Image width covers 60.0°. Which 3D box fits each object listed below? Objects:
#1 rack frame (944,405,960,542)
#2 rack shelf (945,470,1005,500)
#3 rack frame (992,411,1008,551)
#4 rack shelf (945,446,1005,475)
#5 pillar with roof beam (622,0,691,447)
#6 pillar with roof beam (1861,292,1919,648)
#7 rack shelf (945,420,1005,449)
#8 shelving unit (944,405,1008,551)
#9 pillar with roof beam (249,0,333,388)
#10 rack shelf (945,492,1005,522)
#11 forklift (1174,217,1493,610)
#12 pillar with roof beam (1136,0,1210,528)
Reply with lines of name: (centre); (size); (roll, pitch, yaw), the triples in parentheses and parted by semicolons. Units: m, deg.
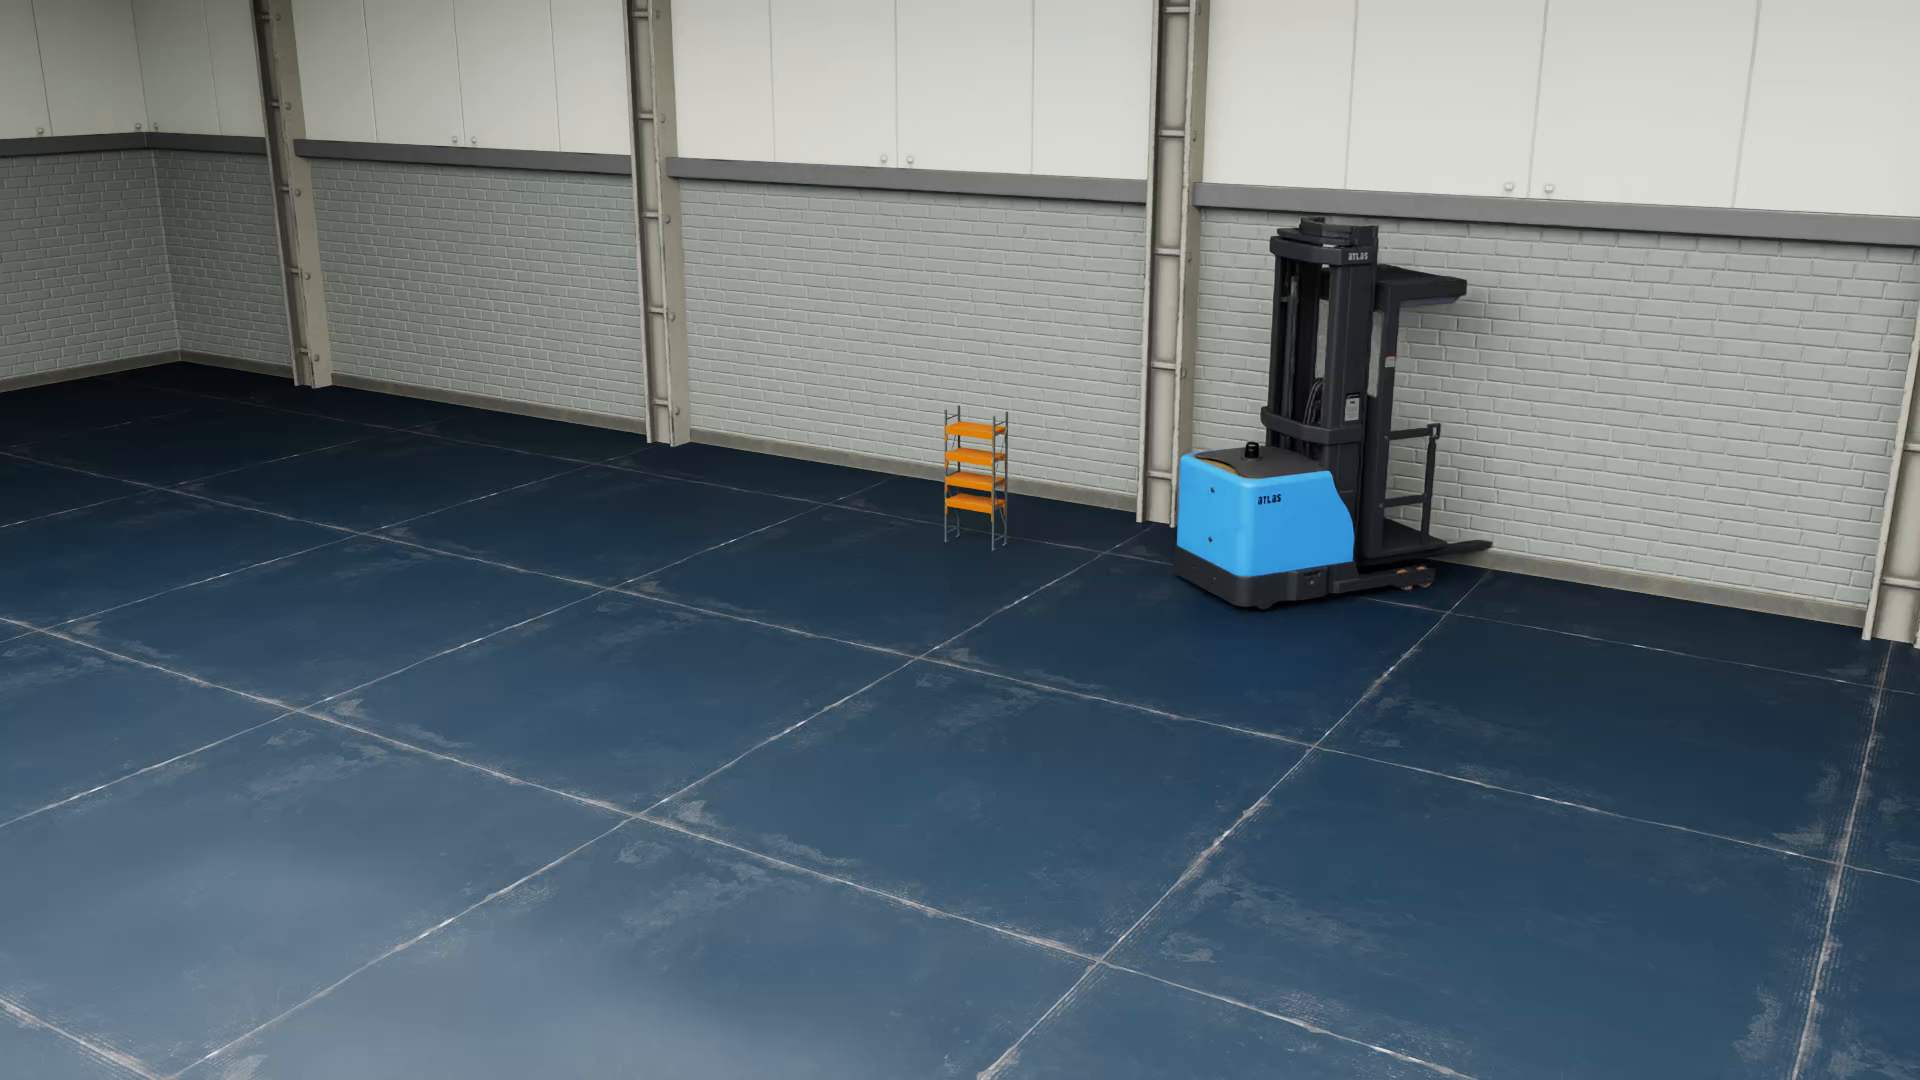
rack frame: (-0.067, -0.586, 14.746); (0.015, 1.200, 0.240); (10, 20, 30)
rack shelf: (0.141, -0.485, 14.643); (0.480, 0.148, 0.258); (10, 20, 30)
rack frame: (0.349, -0.512, 14.502); (0.015, 1.200, 0.240); (10, 20, 30)
rack shelf: (0.141, -0.699, 14.578); (0.480, 0.148, 0.258); (10, 20, 30)
pillar with roof beam: (-5.482, -4.332, 13.661); (0.400, 9.000, 9.100); (10, 20, 30)
pillar with roof beam: (4.744, -2.507, 7.652); (0.400, 9.000, 9.100); (10, 20, 30)
rack shelf: (0.141, -0.925, 14.510); (0.480, 0.148, 0.258); (10, 20, 30)
shelving unit: (0.141, -0.549, 14.624); (0.503, 1.200, 0.258); (10, 20, 30)
pillar with roof beam: (-10.595, -5.245, 16.666); (0.400, 9.000, 9.100); (10, 20, 30)
rack shelf: (0.141, -0.295, 14.701); (0.480, 0.148, 0.258); (10, 20, 30)
forklift: (3.331, -1.125, 13.541); (3.031, 2.935, 1.130); (-8, 18, -23)
pillar with roof beam: (-0.369, -3.420, 10.657); (0.400, 9.000, 9.100); (10, 20, 30)
